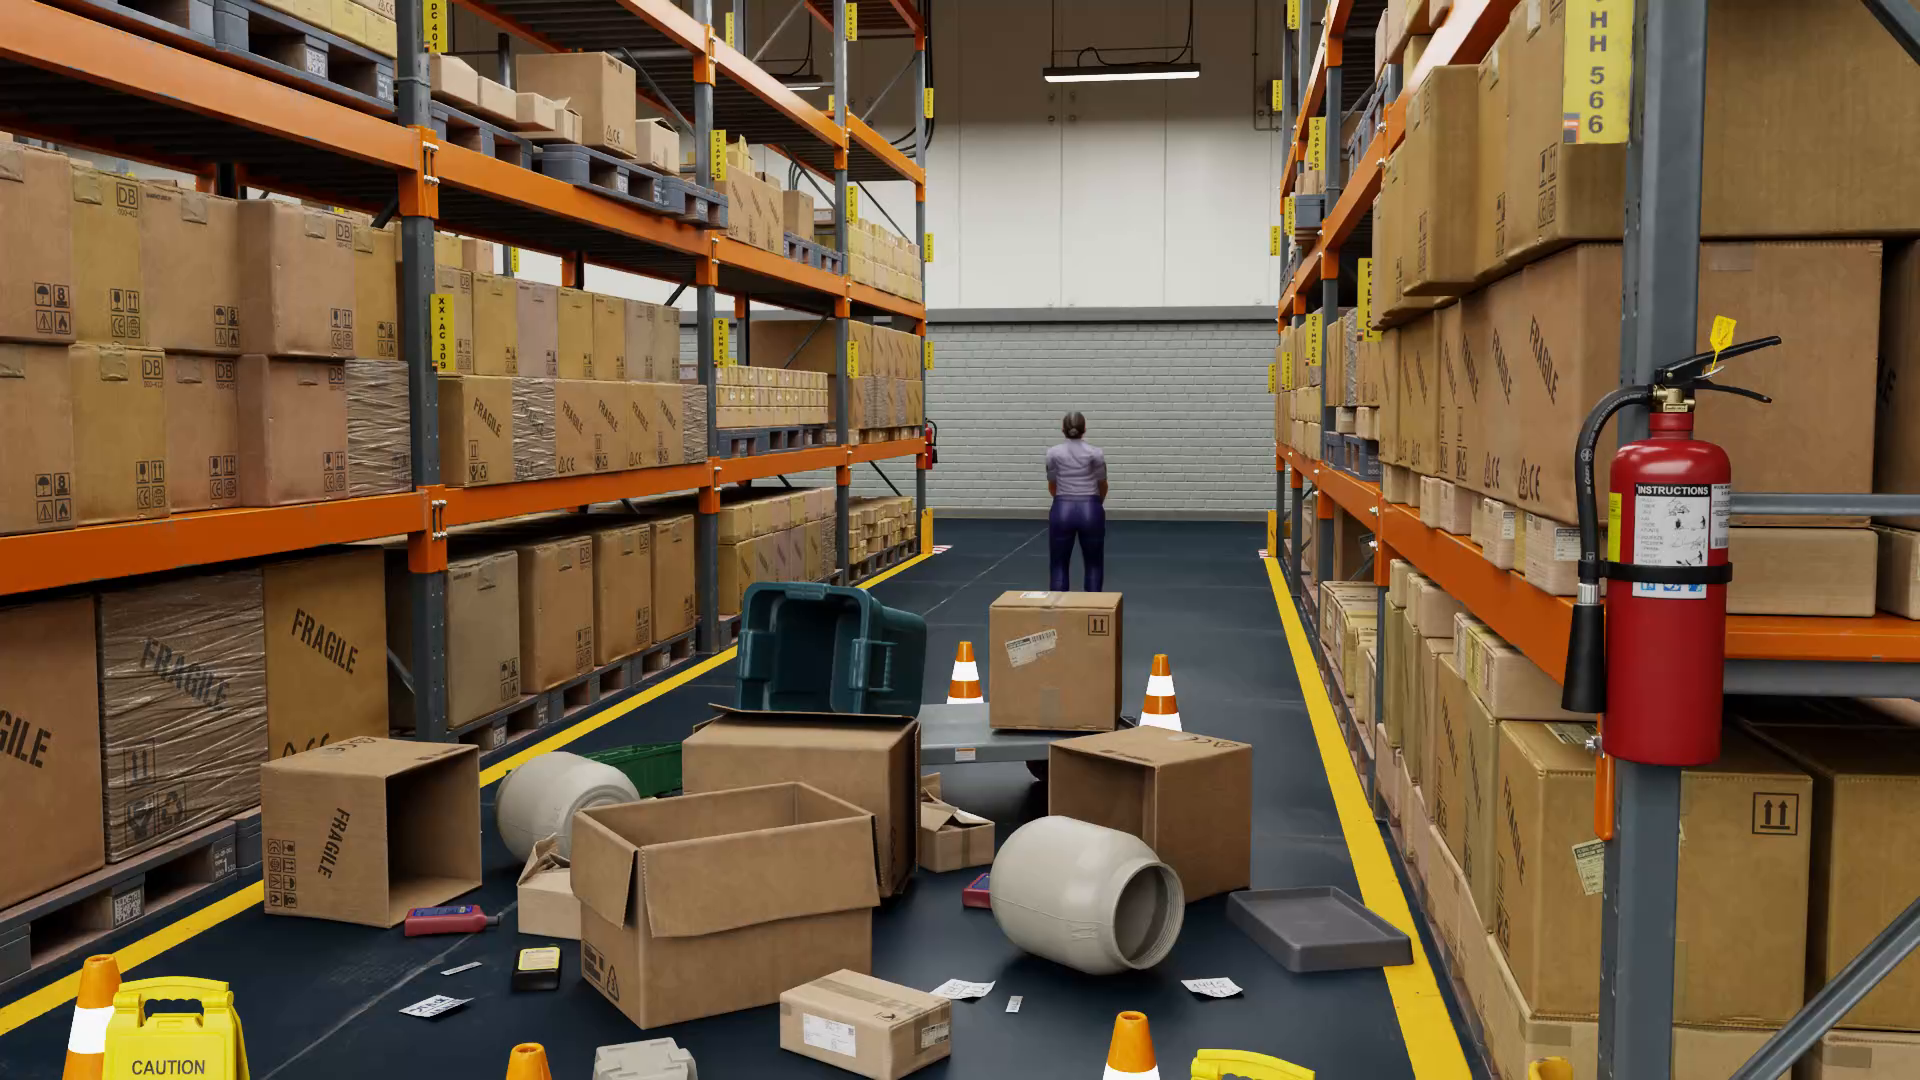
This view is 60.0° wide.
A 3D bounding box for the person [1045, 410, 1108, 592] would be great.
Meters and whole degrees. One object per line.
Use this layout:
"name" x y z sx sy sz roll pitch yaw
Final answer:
"person" 0.867 -0.136 12.265 0.453 1.637 0.523 1 5 10
